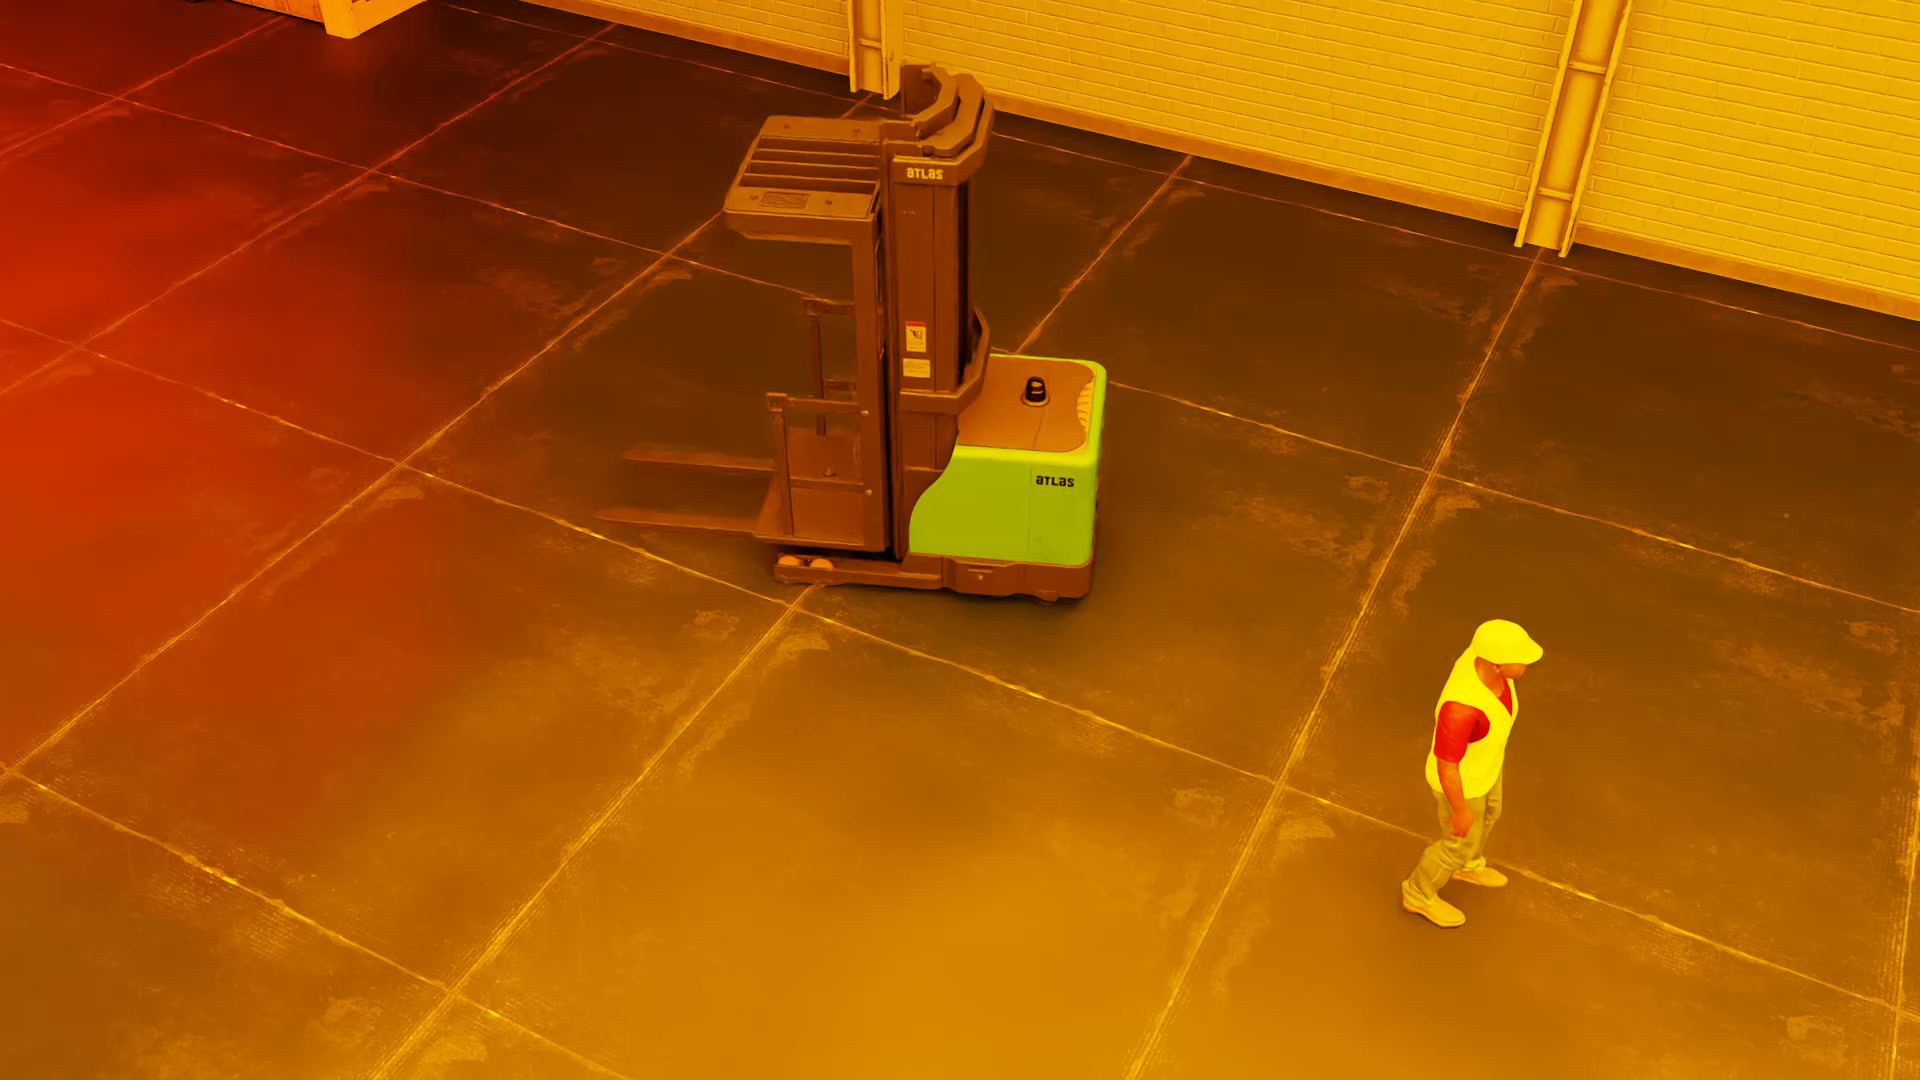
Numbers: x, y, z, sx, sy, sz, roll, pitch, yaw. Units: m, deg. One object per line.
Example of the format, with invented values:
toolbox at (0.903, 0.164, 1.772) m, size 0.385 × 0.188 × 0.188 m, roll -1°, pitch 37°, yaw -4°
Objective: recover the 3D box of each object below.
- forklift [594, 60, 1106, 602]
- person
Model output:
forklift at (-0.678, -1.177, 9.384) m, size 3.031 × 2.935 × 1.130 m, roll 5°, pitch 40°, yaw 6°
person at (2.394, 1.086, 7.638) m, size 0.518 × 1.789 × 0.657 m, roll 19°, pitch 44°, yaw 21°
